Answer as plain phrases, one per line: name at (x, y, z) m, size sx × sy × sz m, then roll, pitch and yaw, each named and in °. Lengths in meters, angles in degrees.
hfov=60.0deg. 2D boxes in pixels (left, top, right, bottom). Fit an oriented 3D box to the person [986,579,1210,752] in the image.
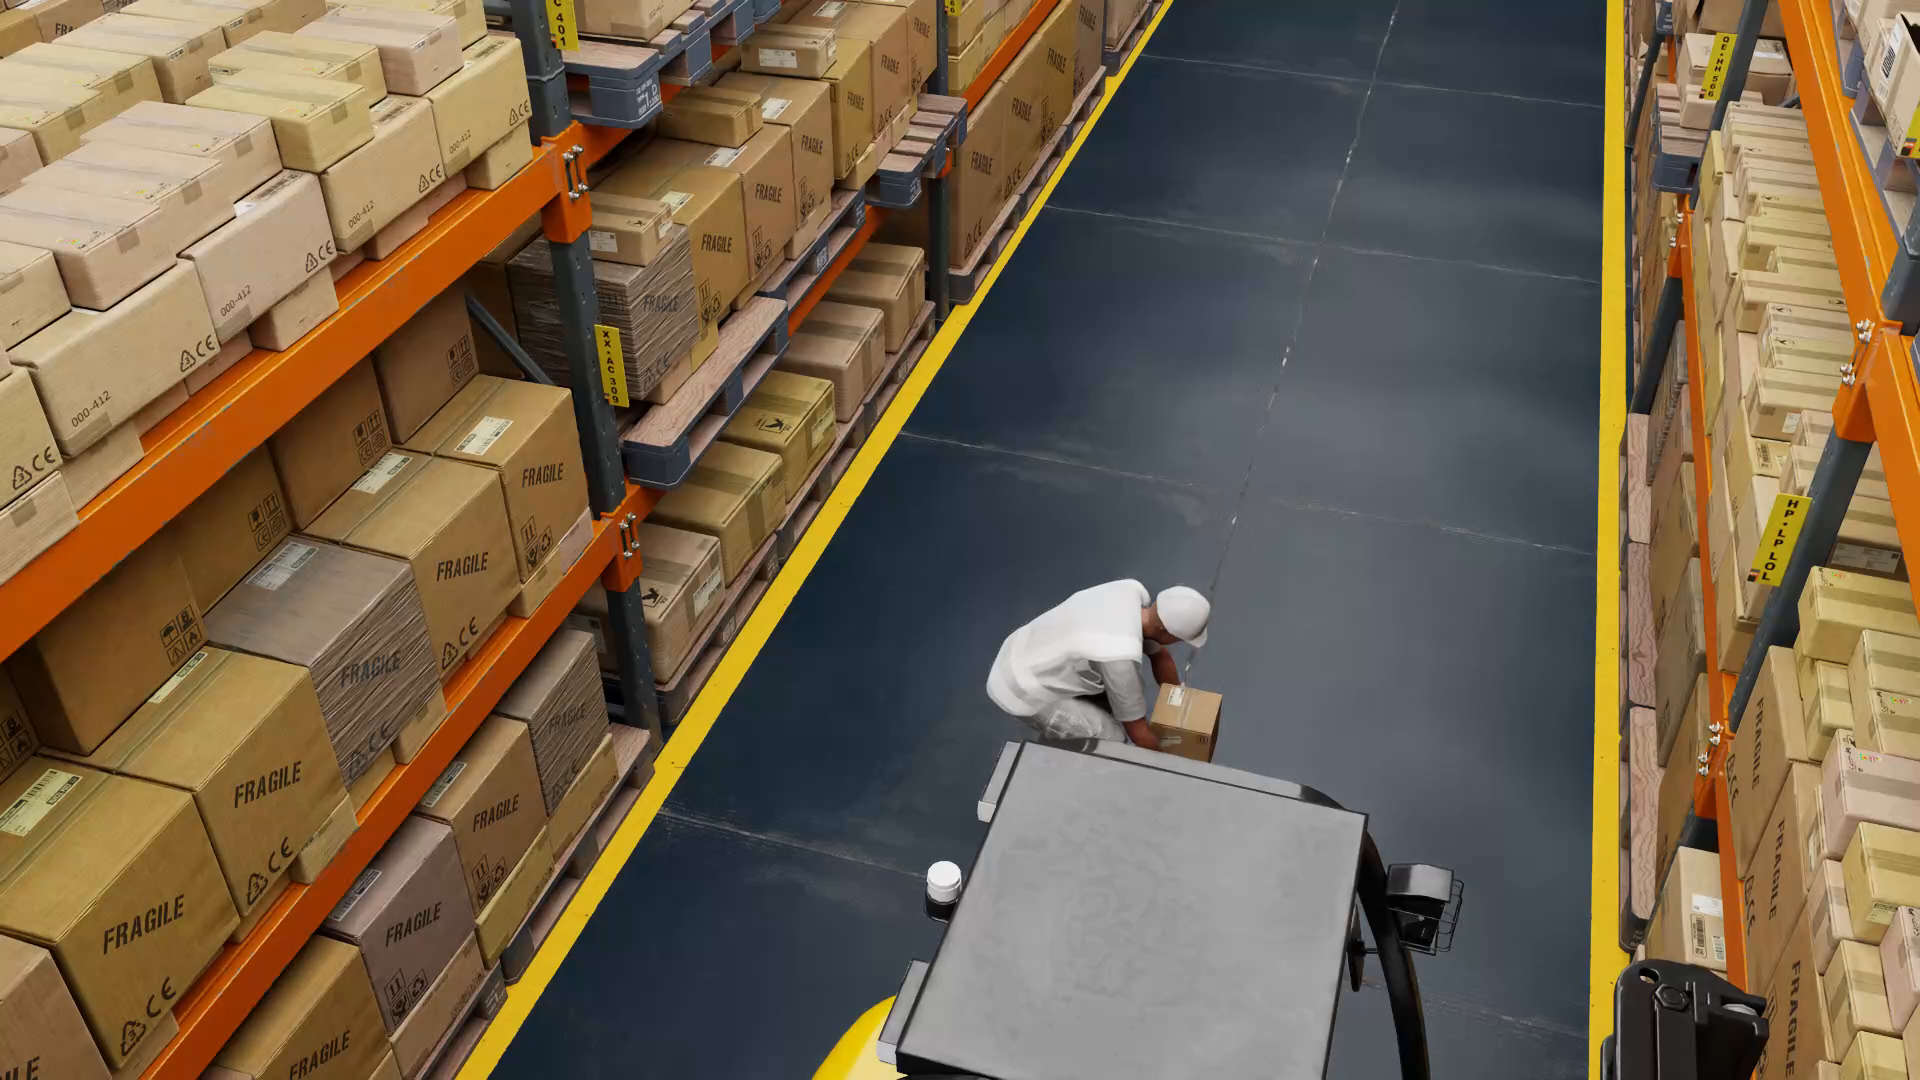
person at (0.584, 0.567, 6.782) m, size 0.914 × 0.993 × 0.577 m, roll 11°, pitch 38°, yaw 14°
